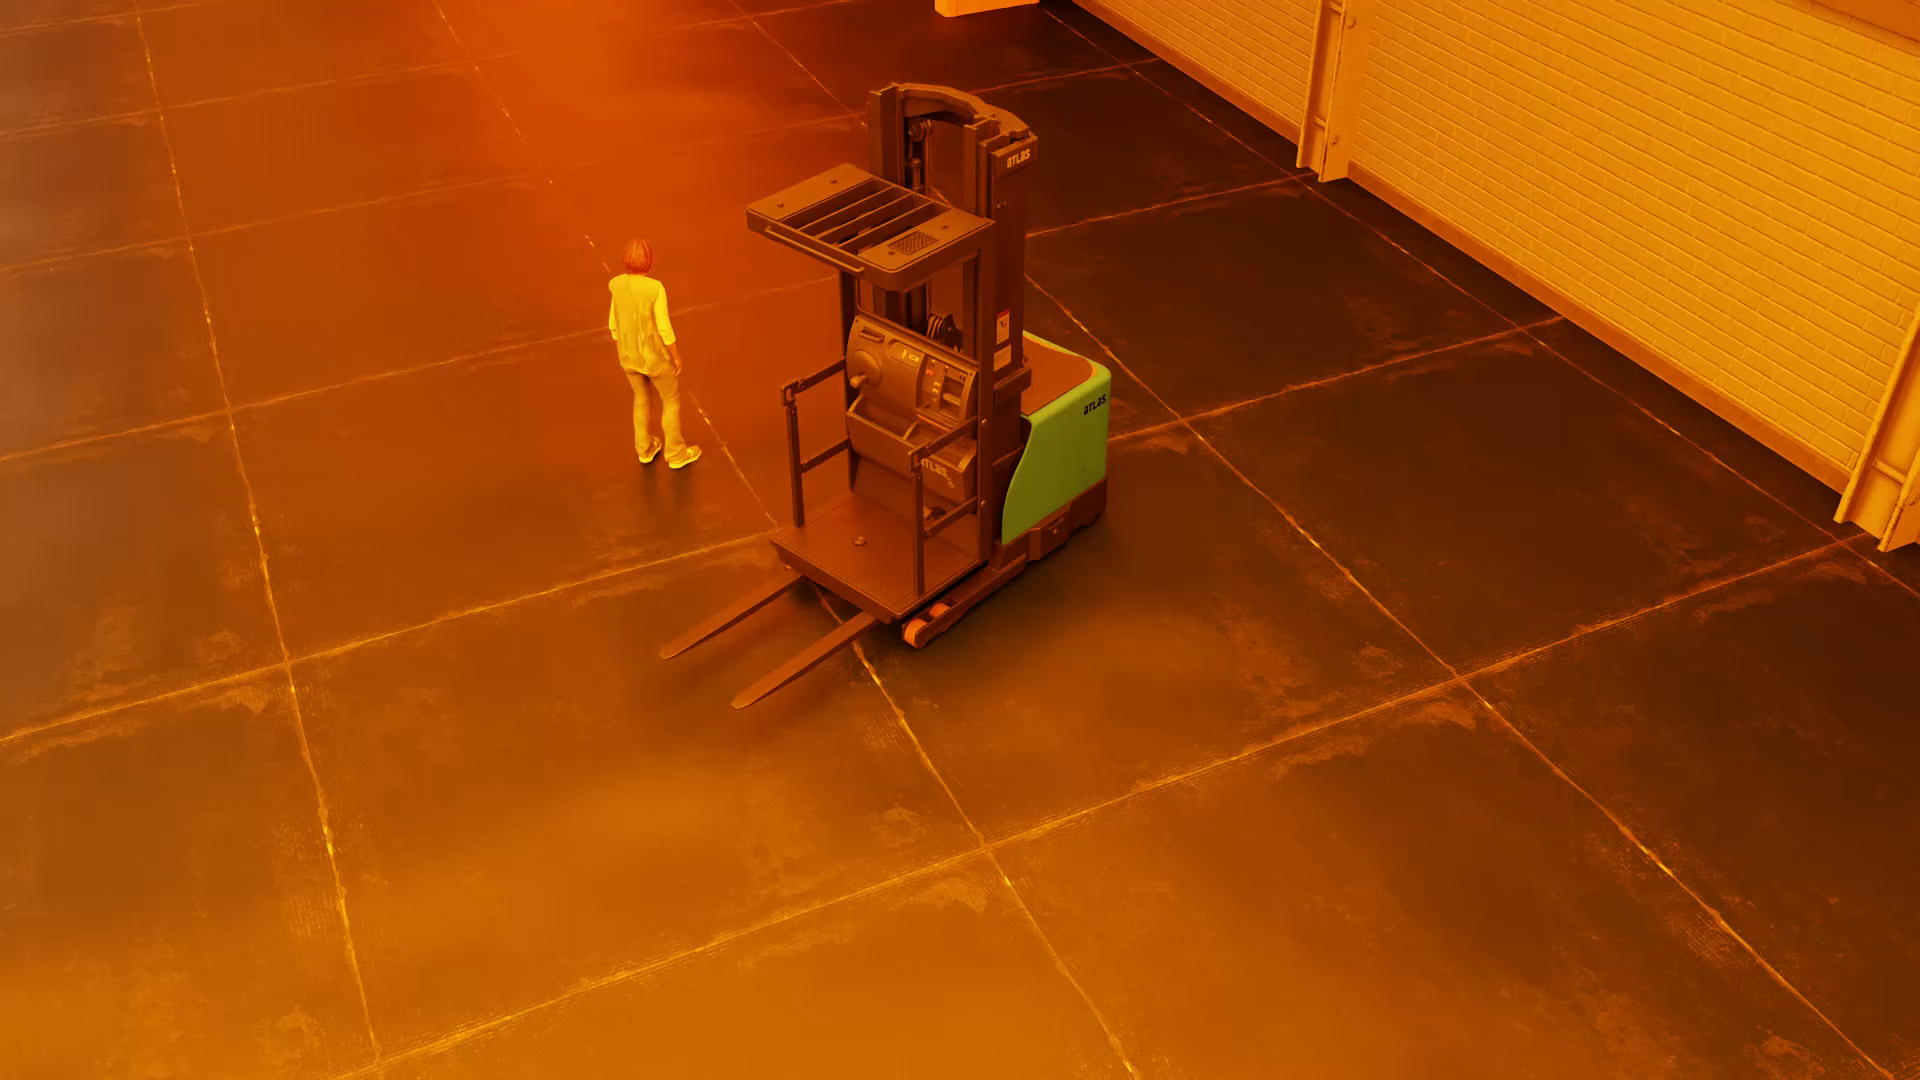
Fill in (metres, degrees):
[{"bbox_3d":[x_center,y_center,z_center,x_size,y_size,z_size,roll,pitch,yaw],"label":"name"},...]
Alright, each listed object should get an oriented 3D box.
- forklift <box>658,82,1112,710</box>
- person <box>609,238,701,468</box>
[{"bbox_3d":[-0.423,-0.894,9.248,1.130,2.935,3.031,28,45,32],"label":"forklift"},{"bbox_3d":[-2.016,-1.186,10.757,0.470,1.592,0.349,13,39,17],"label":"person"}]
